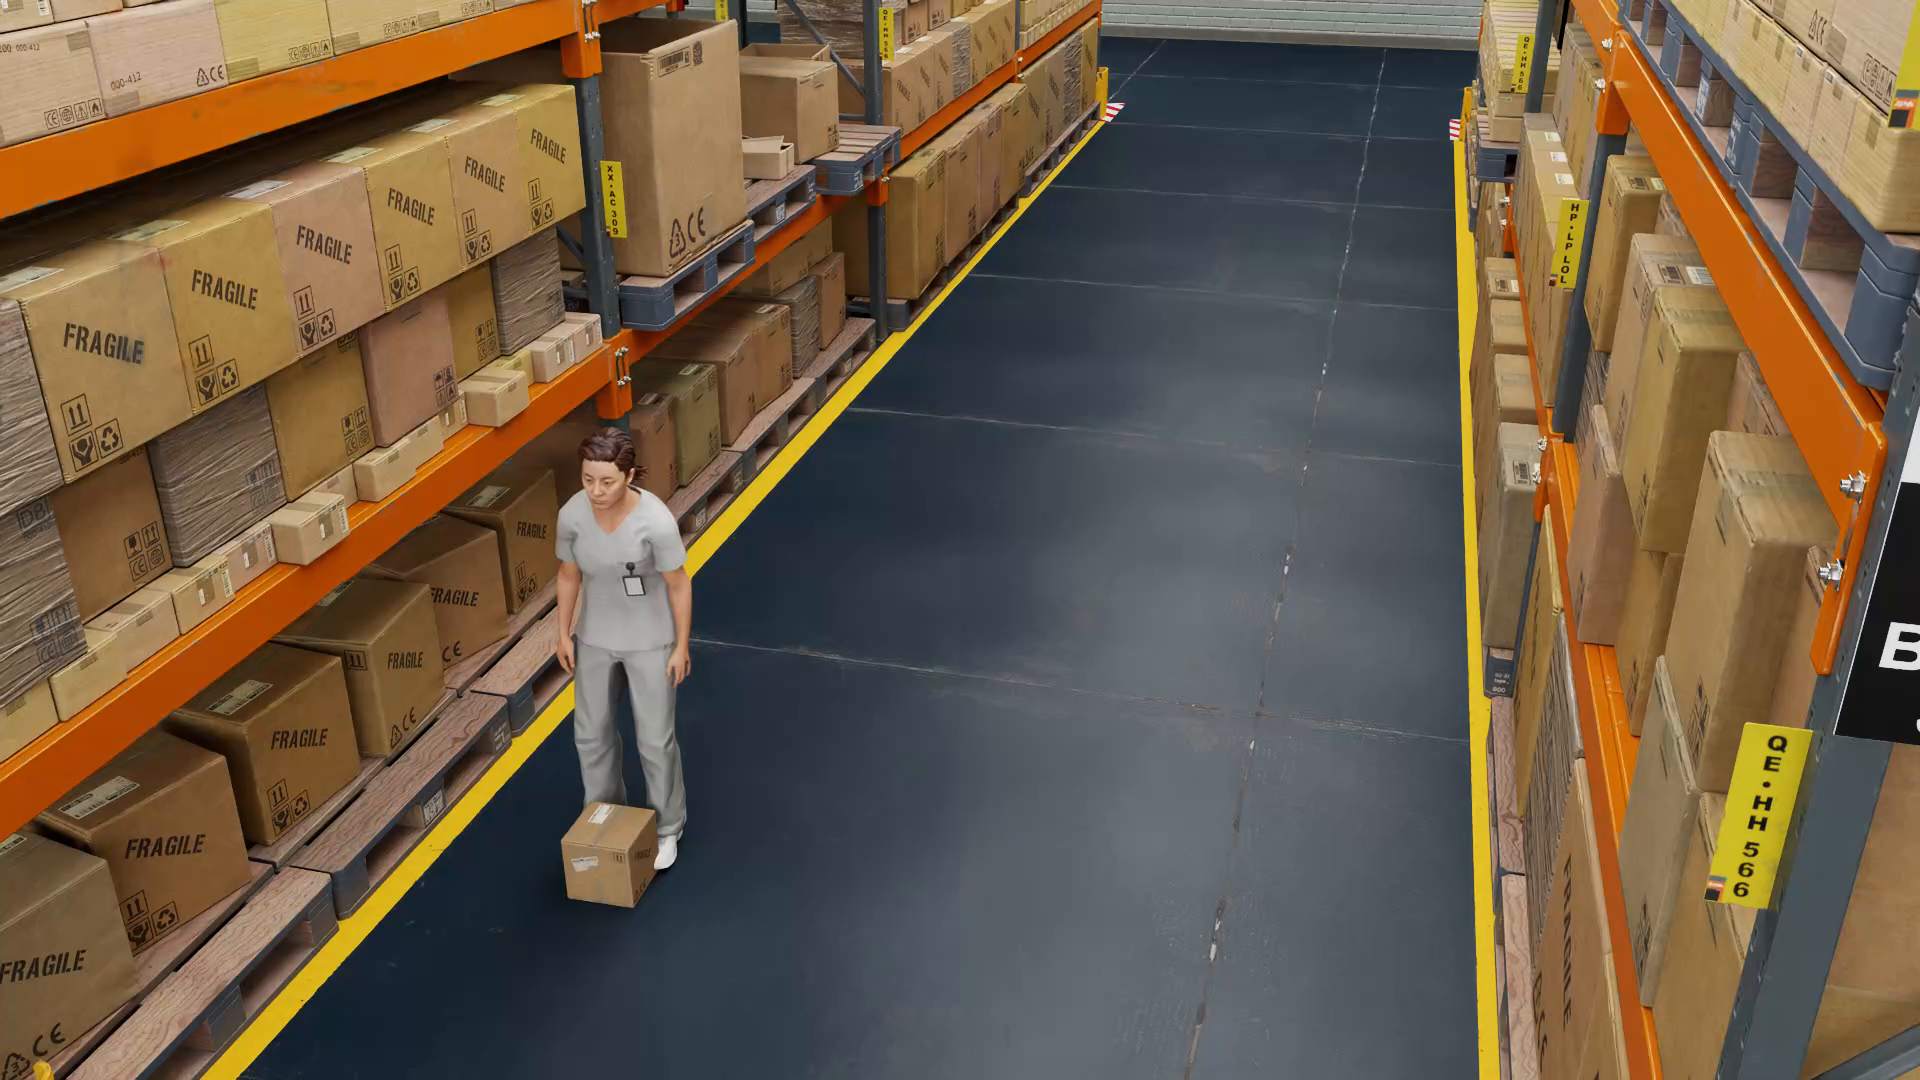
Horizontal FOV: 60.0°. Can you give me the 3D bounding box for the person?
[{"bbox_3d":[-1.184,0.372,5.830,0.510,1.671,0.366,5,26,10],"label":"person"}]
